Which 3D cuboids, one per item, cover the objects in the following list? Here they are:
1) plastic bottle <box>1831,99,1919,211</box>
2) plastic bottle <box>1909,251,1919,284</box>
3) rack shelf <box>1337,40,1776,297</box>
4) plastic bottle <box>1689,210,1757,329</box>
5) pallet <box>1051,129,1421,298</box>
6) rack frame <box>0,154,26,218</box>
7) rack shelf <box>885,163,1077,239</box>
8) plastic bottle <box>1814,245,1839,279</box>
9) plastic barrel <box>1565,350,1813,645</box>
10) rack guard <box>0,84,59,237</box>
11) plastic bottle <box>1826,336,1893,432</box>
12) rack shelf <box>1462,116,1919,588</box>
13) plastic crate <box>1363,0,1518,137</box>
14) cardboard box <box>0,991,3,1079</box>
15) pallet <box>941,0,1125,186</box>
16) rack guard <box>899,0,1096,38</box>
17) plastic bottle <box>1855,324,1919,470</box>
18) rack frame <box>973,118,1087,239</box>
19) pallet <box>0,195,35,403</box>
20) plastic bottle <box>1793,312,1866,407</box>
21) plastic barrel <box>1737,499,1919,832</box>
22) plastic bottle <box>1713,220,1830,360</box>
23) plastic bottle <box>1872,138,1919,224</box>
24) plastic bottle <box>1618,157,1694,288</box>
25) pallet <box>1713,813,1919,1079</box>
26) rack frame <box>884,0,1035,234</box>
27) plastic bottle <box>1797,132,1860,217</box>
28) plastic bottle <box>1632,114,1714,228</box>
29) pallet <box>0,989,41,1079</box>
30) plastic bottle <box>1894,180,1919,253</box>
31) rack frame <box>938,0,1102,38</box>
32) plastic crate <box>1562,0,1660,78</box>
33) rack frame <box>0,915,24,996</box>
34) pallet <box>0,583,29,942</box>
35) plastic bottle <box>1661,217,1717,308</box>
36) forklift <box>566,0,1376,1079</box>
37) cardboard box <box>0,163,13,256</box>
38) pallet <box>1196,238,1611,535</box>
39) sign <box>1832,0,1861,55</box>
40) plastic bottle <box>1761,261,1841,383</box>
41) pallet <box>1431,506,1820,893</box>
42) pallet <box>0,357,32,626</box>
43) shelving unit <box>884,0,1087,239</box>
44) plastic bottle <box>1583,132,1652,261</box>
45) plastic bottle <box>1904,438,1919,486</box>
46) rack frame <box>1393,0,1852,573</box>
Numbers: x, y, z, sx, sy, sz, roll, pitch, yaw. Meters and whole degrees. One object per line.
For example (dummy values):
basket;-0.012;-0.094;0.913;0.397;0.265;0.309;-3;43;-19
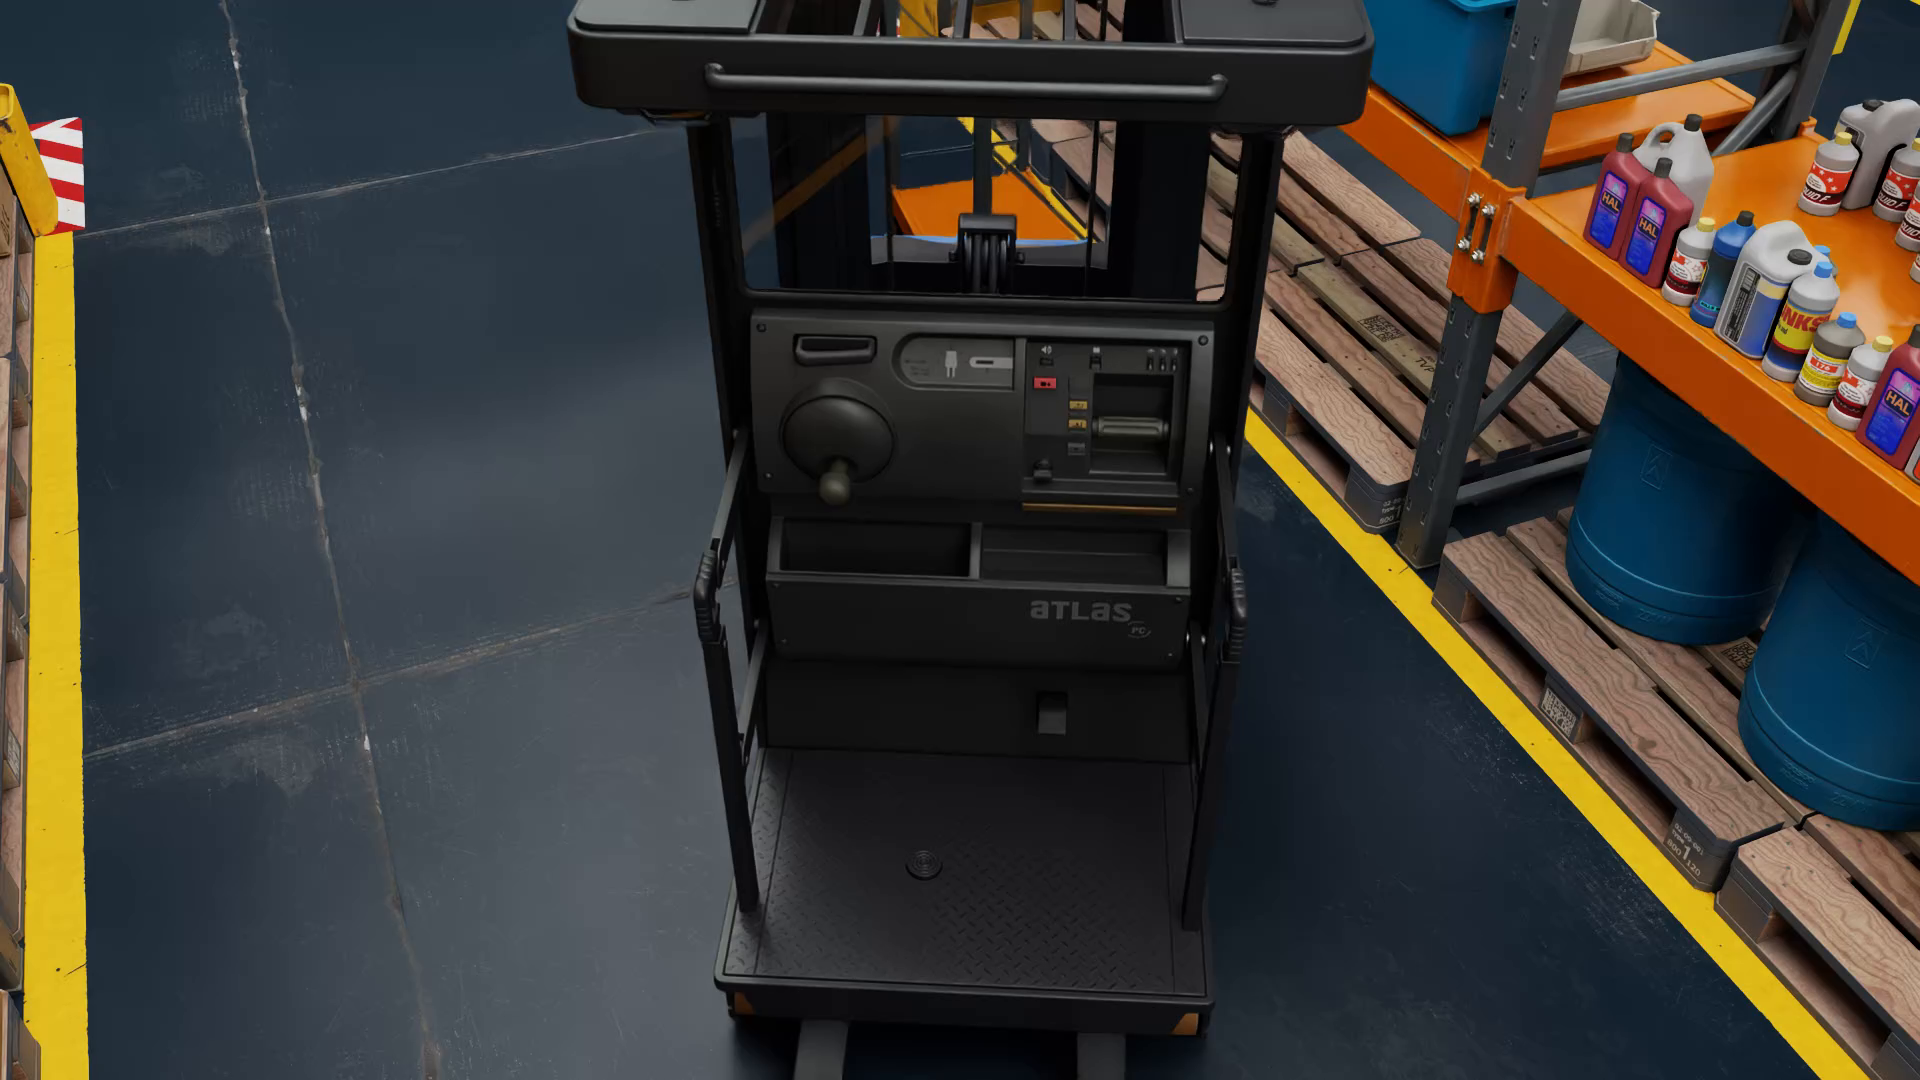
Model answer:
plastic bottle;2.296;-0.995;4.202;0.152;0.276;0.135;-15;43;-17
plastic bottle;2.327;-0.704;3.921;0.097;0.201;0.097;0;41;0
rack shelf;1.081;-2.131;5.979;1.077;0.370;4.000;-15;43;-17
plastic bottle;1.742;-0.619;3.768;0.097;0.271;0.097;0;41;0
pallet;1.058;-1.311;6.613;1.003;0.211;1.213;-15;43;-17
rack frame;-4.262;-2.375;5.711;1.000;3.000;0.127;-15;43;-17
rack shelf;0.140;-0.874;5.392;0.538;0.185;1.000;-11;42;-12
plastic bottle;1.919;-0.572;3.767;0.097;0.201;0.097;0;41;0
plastic barrel;2.039;-0.231;4.505;0.600;0.901;0.708;-15;43;-17
rack guard;-4.233;-1.382;6.473;1.175;0.500;0.348;-15;43;-17
plastic bottle;1.905;-0.335;3.492;0.097;0.201;0.097;0;41;0
rack shelf;2.611;0.279;3.177;1.077;0.370;4.000;-15;43;-17
plastic crate;1.352;-1.412;4.557;0.392;0.384;0.575;-15;43;-17
cardboard box;-2.278;1.041;3.318;0.500;0.500;0.500;-15;43;-17
pallet;0.595;-2.045;7.466;1.003;0.211;1.213;-15;43;-17
rack guard;0.295;-2.672;7.974;1.175;0.500;0.348;-15;43;-17
plastic bottle;1.932;-0.292;3.379;0.061;0.283;0.133;-15;43;-17
rack frame;0.281;-0.692;4.904;0.500;1.500;0.032;-11;42;-12
pallet;-3.927;-0.792;6.009;1.003;0.211;1.213;-15;43;-17
plastic bottle;1.868;-0.394;3.560;0.097;0.201;0.097;0;41;0
plastic barrel;2.310;0.196;4.009;0.600;0.901;0.708;-15;43;-17
plastic bottle;1.811;-0.558;3.693;0.152;0.276;0.135;-15;43;-17
plastic bottle;2.365;-0.904;4.153;0.097;0.201;0.097;0;41;0
plastic bottle;1.643;-0.747;3.908;0.061;0.283;0.133;-15;43;-17
pallet;2.574;1.070;3.844;1.003;0.211;1.213;-15;43;-17
rack frame;-0.002;-1.328;5.645;0.500;1.500;0.032;-11;42;-12
plastic bottle;2.188;-0.925;4.177;0.097;0.201;0.097;0;41;0
plastic bottle;1.697;-0.863;3.991;0.144;0.351;0.185;-15;43;-17
pallet;-2.385;1.572;3.260;1.003;0.211;1.213;-15;43;-17
plastic bottle;2.360;-0.808;4.042;0.097;0.201;0.097;0;41;0
rack frame;0.316;-3.609;7.146;1.000;3.000;0.127;-15;43;-17
plastic crate;1.800;-1.438;4.778;0.396;0.136;0.243;-15;43;-17
rack frame;-2.732;0.035;2.909;1.000;3.000;0.127;-15;43;-17
pallet;-2.994;0.678;4.300;1.003;0.211;1.213;-15;43;-17
plastic bottle;1.704;-0.651;3.859;0.097;0.201;0.097;0;41;0
forklift;0.031;-0.177;3.208;1.130;2.935;3.031;2;41;2
cardboard box;-3.826;-1.328;6.073;0.500;0.500;0.500;-15;43;-17
pallet;1.529;-0.575;5.757;1.003;0.211;1.213;-15;43;-17
sign;2.355;-1.440;4.412;0.100;0.325;0.005;-15;43;-17
plastic bottle;1.830;-0.479;3.605;0.097;0.271;0.097;0;41;0
pallet;2.103;0.334;4.700;1.003;0.211;1.213;-15;43;-17
pallet;-3.464;-0.058;5.156;1.003;0.211;1.213;-15;43;-17
shelving unit;0.137;-1.016;5.281;0.587;1.500;1.083;-11;42;-12
plastic bottle;1.592;-0.827;4.001;0.061;0.283;0.133;-15;43;-17
plastic bottle;2.026;-0.220;3.301;0.152;0.276;0.135;-15;43;-17
rack frame;1.846;-1.199;4.344;1.000;3.000;0.127;-15;43;-17
